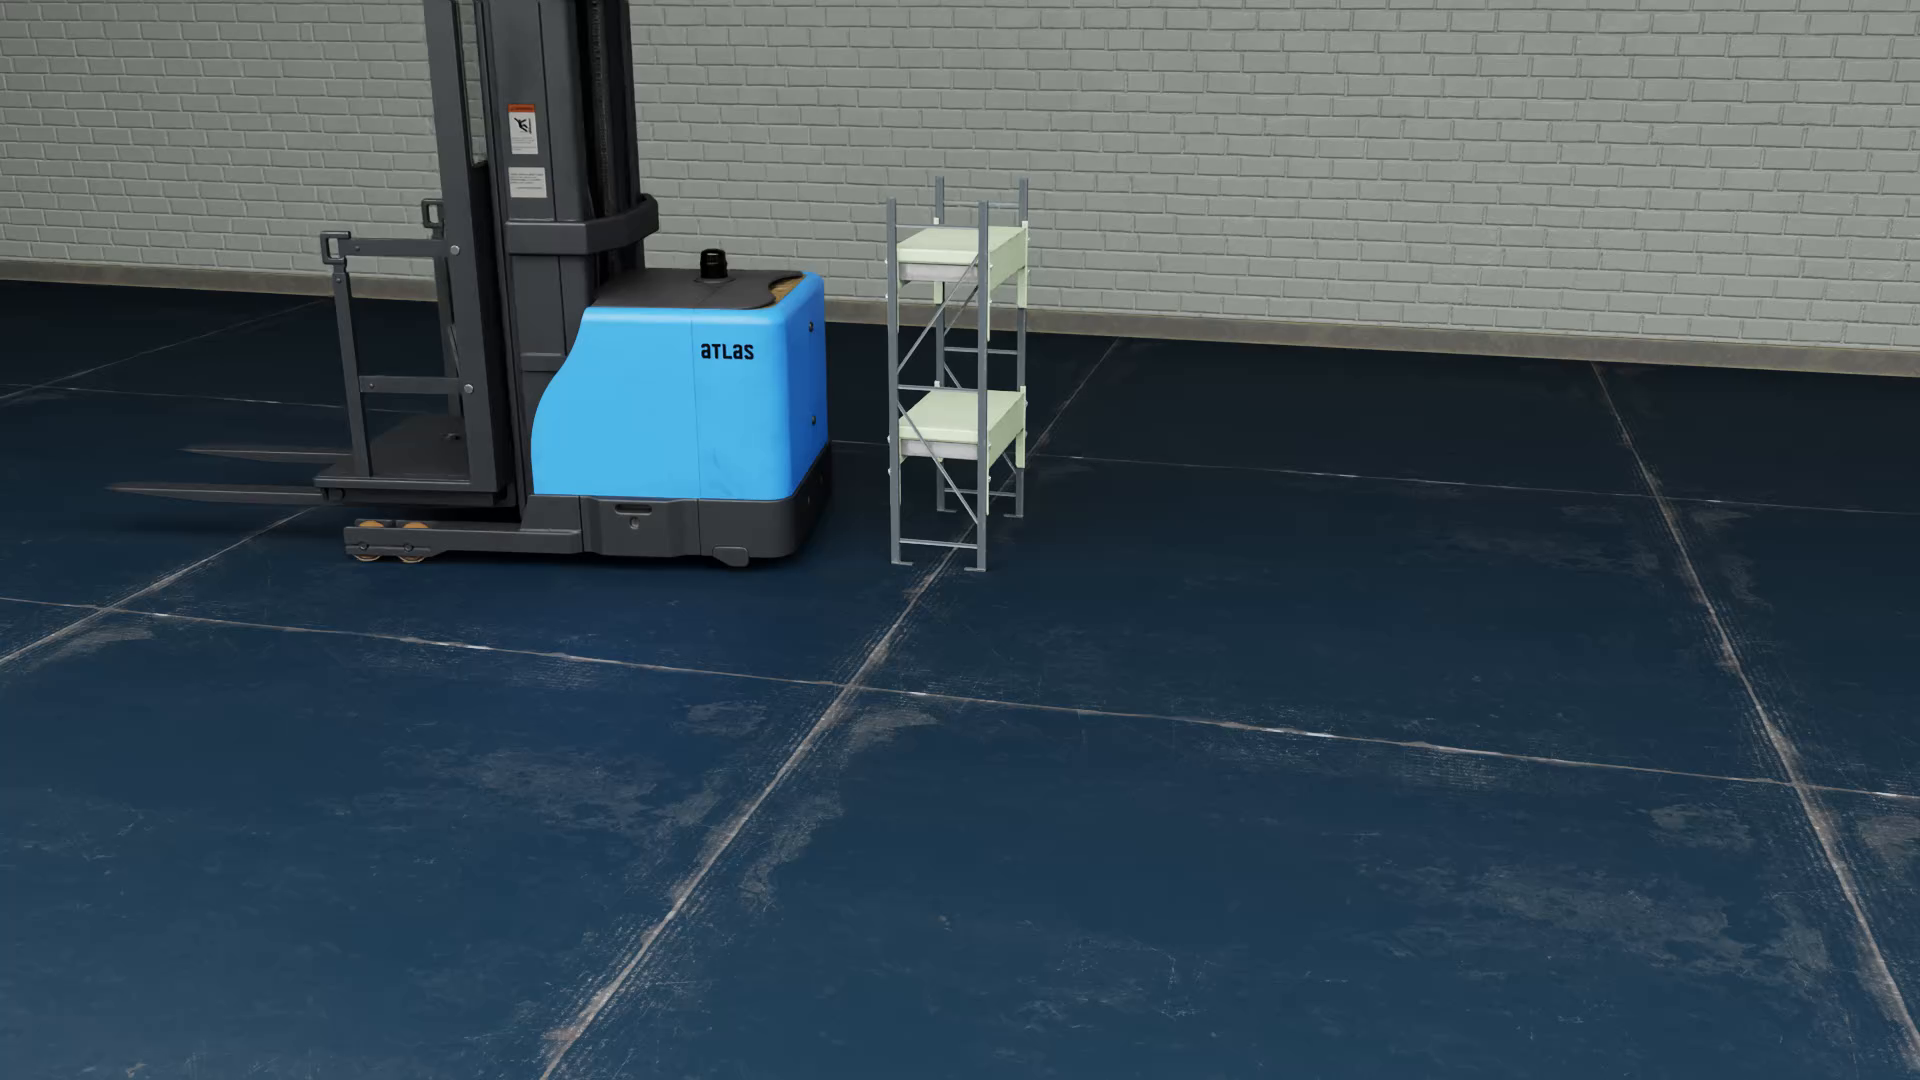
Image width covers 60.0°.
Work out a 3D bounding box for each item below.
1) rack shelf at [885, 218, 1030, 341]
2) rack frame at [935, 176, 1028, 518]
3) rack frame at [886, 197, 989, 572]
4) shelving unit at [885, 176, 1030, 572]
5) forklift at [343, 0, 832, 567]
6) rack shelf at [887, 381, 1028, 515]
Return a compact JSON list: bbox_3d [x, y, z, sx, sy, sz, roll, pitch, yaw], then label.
[{"bbox_3d":[0.002,-1.081,6.825,0.431,0.370,0.720,5,19,13],"label":"rack shelf"},{"bbox_3d":[0.091,-0.827,7.287,0.400,1.500,0.023,5,19,13],"label":"rack frame"},{"bbox_3d":[-0.088,-0.597,6.615,0.400,1.500,0.023,5,19,13],"label":"rack frame"},{"bbox_3d":[0.002,-0.712,6.951,0.431,1.500,0.755,5,19,13],"label":"shelving unit"},{"bbox_3d":[-2.136,-1.458,6.923,3.031,2.935,1.130,2,19,5],"label":"forklift"},{"bbox_3d":[0.002,-0.403,7.057,0.431,0.370,0.720,5,19,13],"label":"rack shelf"}]
